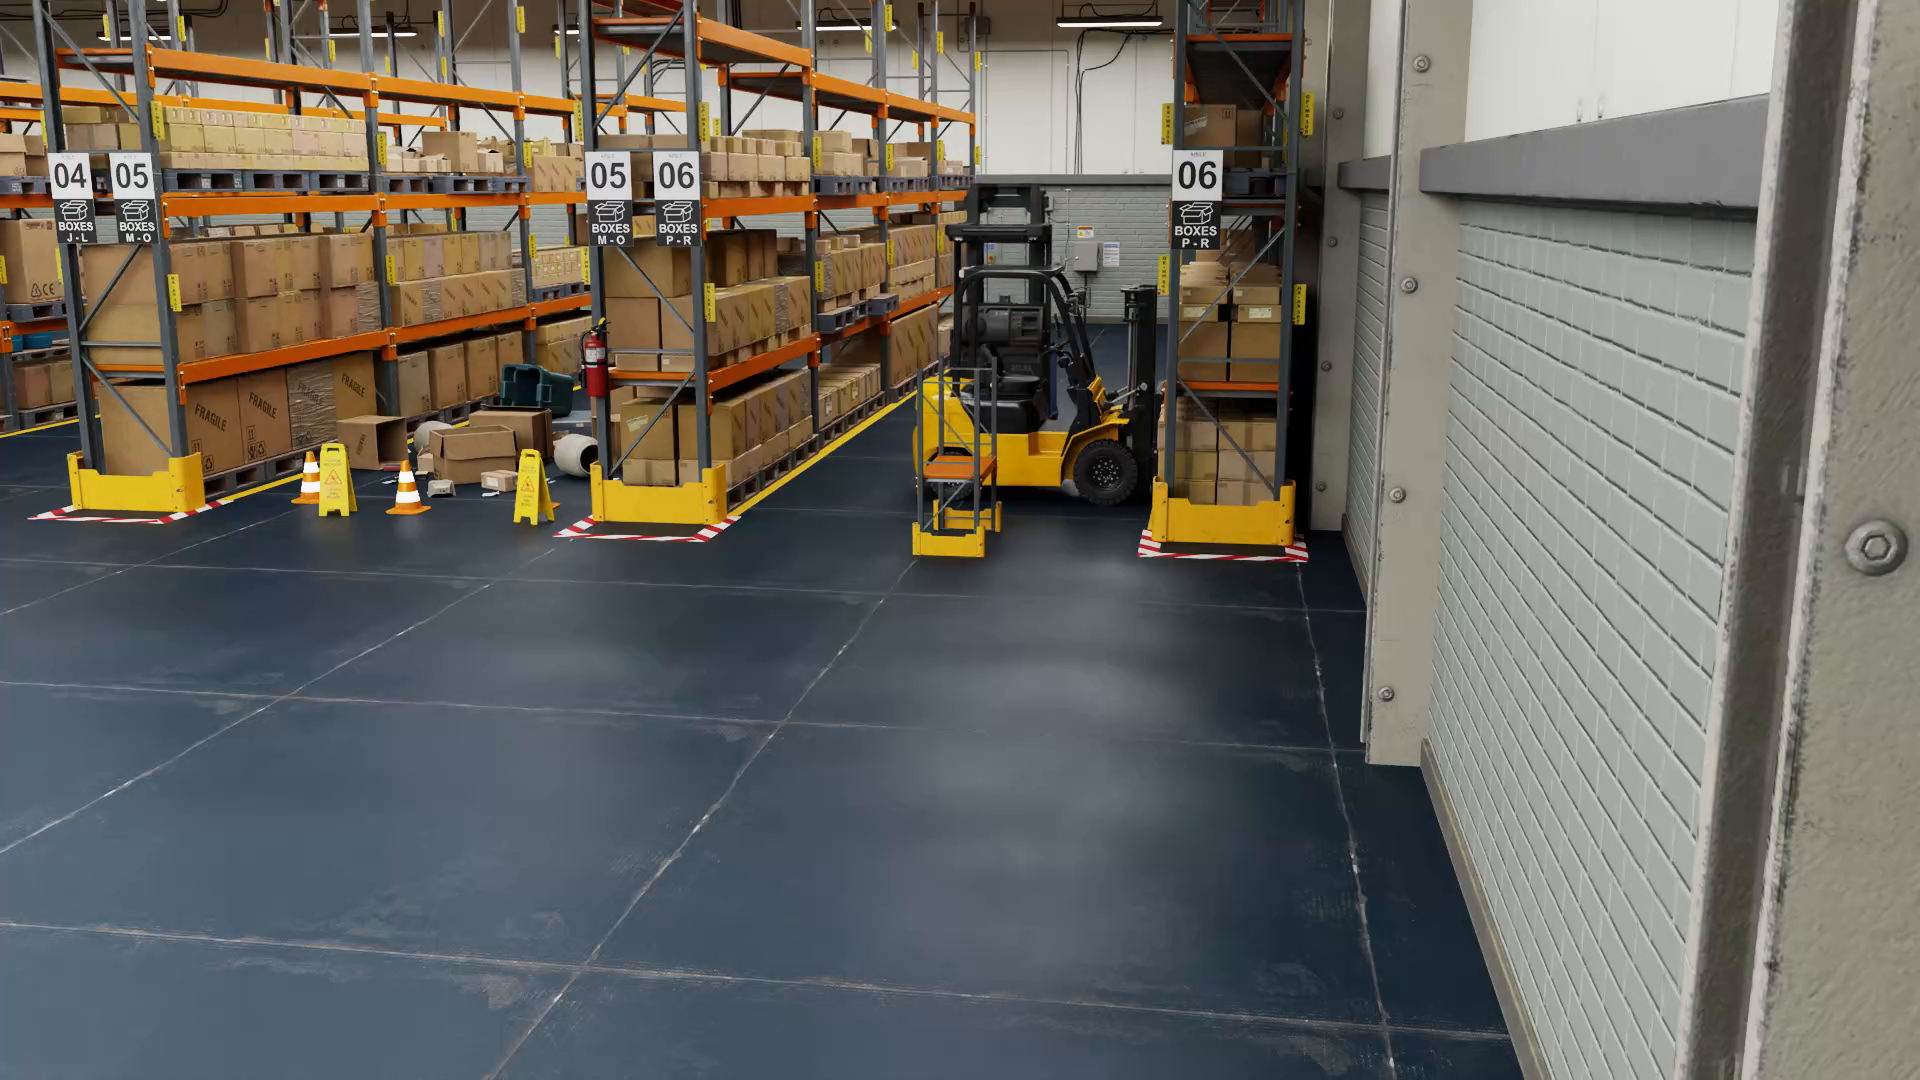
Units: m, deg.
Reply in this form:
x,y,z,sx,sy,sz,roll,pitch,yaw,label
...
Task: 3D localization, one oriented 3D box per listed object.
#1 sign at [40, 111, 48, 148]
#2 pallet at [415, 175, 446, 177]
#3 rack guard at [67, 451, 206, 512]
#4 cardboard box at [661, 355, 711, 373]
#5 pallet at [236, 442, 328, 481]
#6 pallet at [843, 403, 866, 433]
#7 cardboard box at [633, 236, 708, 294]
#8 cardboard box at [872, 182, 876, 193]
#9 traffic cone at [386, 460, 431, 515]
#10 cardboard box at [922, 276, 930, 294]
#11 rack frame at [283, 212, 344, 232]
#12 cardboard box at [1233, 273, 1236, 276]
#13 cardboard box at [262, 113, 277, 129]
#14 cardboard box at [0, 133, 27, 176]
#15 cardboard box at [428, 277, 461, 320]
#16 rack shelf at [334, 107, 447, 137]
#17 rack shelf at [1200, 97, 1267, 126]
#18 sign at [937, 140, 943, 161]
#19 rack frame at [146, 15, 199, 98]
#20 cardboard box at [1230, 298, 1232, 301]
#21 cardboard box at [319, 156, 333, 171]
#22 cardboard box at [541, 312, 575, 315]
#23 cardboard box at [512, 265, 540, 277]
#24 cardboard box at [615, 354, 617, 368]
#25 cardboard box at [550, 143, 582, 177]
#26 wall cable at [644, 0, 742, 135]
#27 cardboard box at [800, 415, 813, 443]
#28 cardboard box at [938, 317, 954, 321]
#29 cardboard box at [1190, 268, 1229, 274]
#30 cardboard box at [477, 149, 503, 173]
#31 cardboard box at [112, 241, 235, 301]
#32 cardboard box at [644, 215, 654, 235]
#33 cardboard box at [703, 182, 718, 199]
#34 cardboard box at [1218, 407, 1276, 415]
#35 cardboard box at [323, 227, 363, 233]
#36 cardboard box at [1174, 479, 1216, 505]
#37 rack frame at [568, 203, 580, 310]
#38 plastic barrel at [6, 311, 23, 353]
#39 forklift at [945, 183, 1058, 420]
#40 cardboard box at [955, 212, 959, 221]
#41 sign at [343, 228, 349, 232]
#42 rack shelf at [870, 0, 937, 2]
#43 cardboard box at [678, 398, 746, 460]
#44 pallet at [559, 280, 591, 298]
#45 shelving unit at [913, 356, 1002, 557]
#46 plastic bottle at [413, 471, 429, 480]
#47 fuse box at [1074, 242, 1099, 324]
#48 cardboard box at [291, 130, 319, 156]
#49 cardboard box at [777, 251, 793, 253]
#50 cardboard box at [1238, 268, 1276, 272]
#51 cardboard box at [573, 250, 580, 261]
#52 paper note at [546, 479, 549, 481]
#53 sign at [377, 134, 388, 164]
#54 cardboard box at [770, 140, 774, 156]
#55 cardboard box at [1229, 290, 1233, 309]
x,y,z,sx,sy,sz,roll,pitch,yaw,label
-8.133,-3.658,14.812,0.100,0.325,0.005,2,12,9,sign
-10.127,-6.557,30.391,1.003,0.211,1.213,2,12,9,pallet
-7.603,-0.550,15.358,1.175,0.500,0.348,2,12,9,rack guard
-2.436,-1.579,14.794,0.380,0.149,0.250,2,12,9,cardboard box
-7.363,-0.836,17.370,1.003,0.211,1.213,2,12,9,pallet
-1.774,-1.524,20.562,1.003,0.211,1.213,2,12,9,pallet
-2.744,-2.539,15.338,0.700,0.500,0.500,2,12,9,cardboard box
-1.303,-4.574,21.573,0.380,0.149,0.250,2,12,9,cardboard box
-5.050,-0.494,15.186,0.336,0.463,0.334,2,12,9,traffic cone
-0.746,-3.854,25.115,0.500,0.250,0.500,2,12,8,cardboard box
-10.639,-4.456,27.552,1.000,3.000,0.127,2,12,9,rack frame
3.245,-2.902,18.563,0.380,0.149,0.250,2,12,8,cardboard box
-6.997,-4.141,16.439,0.380,0.149,0.250,2,12,9,cardboard box
-11.699,-4.608,19.892,0.797,0.503,0.637,1,12,6,cardboard box
-6.481,-2.968,20.409,0.500,0.500,0.500,2,12,8,cardboard box
-10.331,-7.258,28.970,1.077,0.370,4.000,2,12,9,rack shelf
3.751,-5.944,22.873,1.077,0.370,4.000,2,12,9,rack shelf
-0.309,-5.993,25.586,0.100,0.325,0.005,2,12,9,sign
-14.918,-8.382,31.528,1.000,3.000,0.127,2,12,9,rack frame
2.946,-2.153,16.626,0.500,0.500,0.500,2,12,9,cardboard box
-6.840,-3.961,17.497,0.380,0.149,0.250,2,12,9,cardboard box
-6.208,-3.368,25.660,0.500,0.250,0.500,2,12,10,cardboard box
-6.096,-3.764,23.232,0.380,0.149,0.250,2,12,11,cardboard box
-2.917,-1.656,15.152,0.380,0.149,0.250,2,12,8,cardboard box
-6.121,-5.679,24.865,0.797,0.503,0.637,2,12,8,cardboard box
-5.748,-10.860,35.388,2.277,5.999,0.120,2,12,9,wall cable
-1.902,-1.199,17.969,0.500,0.250,0.500,2,12,11,cardboard box
-0.367,-3.589,28.614,0.875,0.438,0.875,2,12,10,cardboard box
2.505,-2.654,16.705,0.380,0.149,0.250,2,12,8,cardboard box
-6.233,-4.892,21.429,0.500,0.311,0.500,2,12,9,cardboard box
-7.510,-2.571,15.886,0.875,0.550,0.550,2,12,9,cardboard box
-5.379,-5.152,27.464,0.500,0.500,0.500,2,12,7,cardboard box
-2.320,-3.039,14.453,0.380,0.149,0.250,2,12,9,cardboard box
2.547,-1.025,14.787,0.500,0.250,0.500,2,12,9,cardboard box
-10.313,-4.987,27.882,0.500,0.500,0.500,2,12,9,cardboard box
1.973,-0.446,14.475,0.500,0.250,0.500,2,12,9,cardboard box
-5.753,-4.275,26.709,1.000,3.000,0.127,2,12,9,rack frame
-15.742,-3.536,27.266,0.600,0.901,0.708,2,12,9,plastic barrel
0.440,-2.448,18.397,1.130,2.935,3.031,2,12,8,forklift
-0.231,-5.474,28.124,0.380,0.149,0.250,2,12,10,cardboard box
-10.101,-4.968,27.366,0.100,0.325,0.005,2,12,9,sign
-1.154,-7.925,23.224,1.077,0.370,4.000,2,12,9,rack shelf
-2.292,-1.029,15.398,0.500,0.500,0.500,1,12,7,cardboard box
-6.105,-3.762,24.783,1.003,0.211,1.213,2,12,9,pallet
-0.012,-0.717,13.762,0.587,1.500,1.083,2,12,9,shelving unit
-5.477,-0.662,16.919,0.133,0.061,0.283,-2,12,-11,plastic bottle
2.666,-5.414,35.055,0.539,1.711,0.414,2,12,9,fuse box
-6.963,-4.082,17.110,0.500,0.250,0.500,2,12,8,cardboard box
-2.158,-3.076,19.208,0.500,0.500,0.500,2,12,9,cardboard box
2.971,-2.639,16.634,0.380,0.149,0.250,2,12,8,cardboard box
-5.863,-4.231,24.692,0.380,0.149,0.250,2,12,8,cardboard box
-4.235,-0.614,16.795,0.148,0.019,0.142,7,14,28,paper note
-6.435,-4.349,18.520,0.100,0.325,0.005,2,12,9,sign
-2.043,-3.858,16.359,0.380,0.149,0.250,2,12,9,cardboard box
3.159,-2.578,18.007,0.500,0.250,0.500,2,12,8,cardboard box
